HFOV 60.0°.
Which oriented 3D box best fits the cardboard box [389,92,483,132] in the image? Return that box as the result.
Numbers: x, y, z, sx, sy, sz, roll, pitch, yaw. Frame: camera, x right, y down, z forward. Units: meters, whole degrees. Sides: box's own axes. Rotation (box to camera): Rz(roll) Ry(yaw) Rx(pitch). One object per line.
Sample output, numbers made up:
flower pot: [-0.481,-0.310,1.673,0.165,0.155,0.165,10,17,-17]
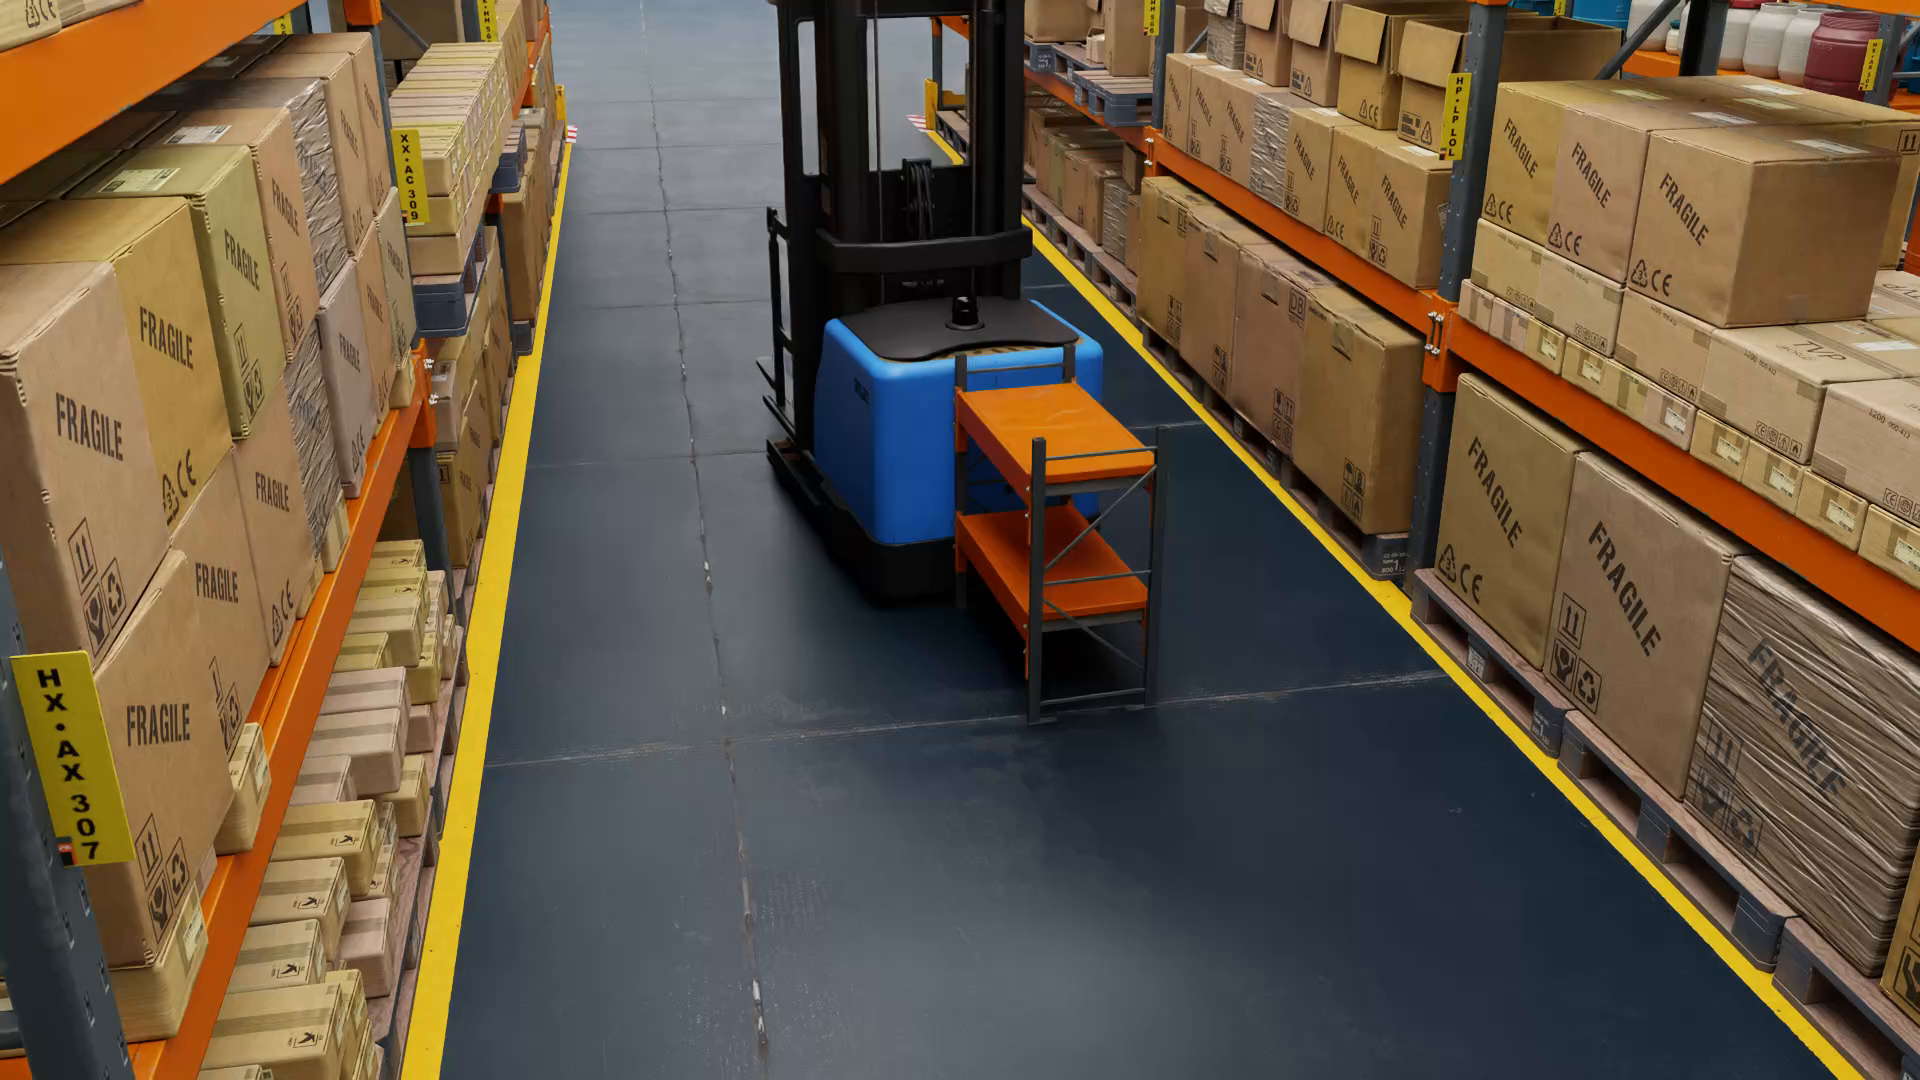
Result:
cardboard box: [-2.328,-1.885,7.365,0.380,0.149,0.250,-3,24,-8]

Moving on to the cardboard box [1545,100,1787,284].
cardboard box: [2.347,-1.175,5.571,0.500,0.500,0.500,-4,24,-10]

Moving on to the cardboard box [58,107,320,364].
cardboard box: [-1.821,-0.706,3.872,0.500,0.500,0.500,-5,24,-11]

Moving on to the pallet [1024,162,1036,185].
pallet: [0.788,-3.296,15.032,1.003,0.211,1.213,-4,24,-10]

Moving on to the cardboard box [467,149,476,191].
cardboard box: [-2.235,-1.546,6.960,0.380,0.149,0.250,-5,24,-12]

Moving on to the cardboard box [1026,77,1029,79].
cardboard box: [0.450,-4.453,16.796,0.500,0.500,0.500,2,24,4]

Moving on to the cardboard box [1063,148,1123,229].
cardboard box: [1.212,-2.716,12.794,0.700,0.500,0.500,-6,24,-14]

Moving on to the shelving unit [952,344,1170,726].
shelving unit: [0.359,-0.055,6.470,0.538,1.125,1.048,-6,24,-14]

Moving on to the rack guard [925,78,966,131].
rack guard: [0.221,-4.710,17.909,1.175,0.500,0.348,-4,24,-10]

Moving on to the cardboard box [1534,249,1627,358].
cardboard box: [2.342,-0.833,5.724,0.500,0.250,0.500,-4,24,-10]

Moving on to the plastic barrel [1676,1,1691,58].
plastic barrel: [5.911,-4.060,13.128,0.433,0.535,0.433,0,24,0]

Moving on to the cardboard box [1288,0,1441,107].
cardboard box: [2.054,-2.435,8.200,0.797,0.503,0.637,-4,24,-8]

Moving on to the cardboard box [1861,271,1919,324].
cardboard box: [2.958,-0.674,5.362,0.500,0.250,0.500,-4,24,-9]

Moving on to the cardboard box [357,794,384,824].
cardboard box: [-1.921,0.761,4.925,0.380,0.149,0.250,-5,24,-12]

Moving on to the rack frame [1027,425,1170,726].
rack frame: [0.494,0.141,6.021,0.500,1.125,0.032,-6,24,-14]

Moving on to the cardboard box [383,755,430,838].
cardboard box: [-1.868,0.812,5.180,0.380,0.149,0.250,-4,24,-10]

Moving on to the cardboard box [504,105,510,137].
cardboard box: [-2.620,-2.231,8.899,0.380,0.149,0.250,-4,24,-10]

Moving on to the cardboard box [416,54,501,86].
cardboard box: [-2.573,-2.400,8.544,0.380,0.149,0.250,-4,24,-8]

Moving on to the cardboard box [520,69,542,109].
cardboard box: [-3.994,-3.456,14.045,0.875,0.875,0.875,-4,24,-9]

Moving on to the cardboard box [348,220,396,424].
cardboard box: [-2.005,-0.646,4.986,0.500,0.500,0.500,-5,24,-11]

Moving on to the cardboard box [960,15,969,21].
cardboard box: [0.207,-5.043,15.863,0.380,0.149,0.250,-4,24,-10]

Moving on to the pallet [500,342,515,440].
pallet: [-3.064,-0.826,9.377,1.003,0.211,1.213,-4,24,-10]

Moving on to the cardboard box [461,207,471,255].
cardboard box: [-2.145,-1.213,6.568,0.380,0.149,0.250,-4,24,-9]

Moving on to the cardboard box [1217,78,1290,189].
cardboard box: [1.704,-2.169,8.844,0.500,0.500,0.500,-5,24,-11]

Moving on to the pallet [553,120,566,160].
pallet: [-4.462,-3.971,16.579,1.003,0.211,1.213,-4,24,-10]

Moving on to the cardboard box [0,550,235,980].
cardboard box: [-1.539,0.356,2.690,0.500,0.500,0.500,-3,24,-7]

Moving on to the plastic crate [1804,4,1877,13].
plastic crate: [6.556,-3.793,12.606,0.402,0.464,0.583,-4,24,-10]

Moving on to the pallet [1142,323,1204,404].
pallet: [1.758,-1.145,10.108,1.003,0.211,1.213,-4,24,-10]

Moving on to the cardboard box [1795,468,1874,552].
cardboard box: [2.537,-0.096,4.536,0.380,0.149,0.250,-4,24,-10]

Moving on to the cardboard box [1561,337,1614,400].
cardboard box: [2.302,-0.599,5.687,0.380,0.149,0.250,-5,24,-11]

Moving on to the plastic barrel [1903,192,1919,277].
plastic barrel: [6.661,-2.112,11.025,0.600,0.830,0.708,-4,24,-10]

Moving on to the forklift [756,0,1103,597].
forklift: [-0.352,-1.664,7.899,1.130,2.935,3.031,-8,25,-18]

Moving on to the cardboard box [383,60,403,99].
cardboard box: [-3.554,-2.614,9.863,0.500,0.500,0.500,-4,24,-10]

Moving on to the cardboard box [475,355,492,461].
cardboard box: [-2.553,-0.608,7.993,0.500,0.500,0.500,-4,24,-9]

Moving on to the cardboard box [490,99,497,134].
cardboard box: [-2.476,-2.060,8.135,0.380,0.149,0.250,-4,24,-10]

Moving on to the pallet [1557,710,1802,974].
pallet: [2.719,0.898,5.429,1.003,0.211,1.213,-4,24,-10]

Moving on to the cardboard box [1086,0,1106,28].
cardboard box: [1.358,-3.877,12.225,0.797,0.503,0.637,-2,24,-4]

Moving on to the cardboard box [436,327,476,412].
cardboard box: [-2.445,-0.748,7.376,0.500,0.250,0.500,-4,24,-8]

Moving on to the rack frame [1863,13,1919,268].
rack frame: [6.554,-3.105,11.112,1.000,3.000,0.127,-4,24,-10]

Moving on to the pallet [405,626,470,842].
pallet: [-2.308,0.702,5.880,1.003,0.211,1.213,-4,24,-10]

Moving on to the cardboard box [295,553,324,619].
cardboard box: [-1.804,0.089,4.112,0.380,0.149,0.250,-3,24,-8]

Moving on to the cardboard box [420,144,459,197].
cardboard box: [-2.088,-1.377,6.201,0.380,0.149,0.250,-3,24,-7]

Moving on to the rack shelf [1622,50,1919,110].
rack shelf: [6.184,-3.562,13.057,1.077,0.370,4.000,-4,24,-10]

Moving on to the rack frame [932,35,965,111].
rack frame: [0.207,-5.885,17.477,1.000,3.000,0.127,-4,24,-10]

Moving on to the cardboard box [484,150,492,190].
cardboard box: [-2.378,-1.717,7.722,0.380,0.149,0.250,-5,24,-12]

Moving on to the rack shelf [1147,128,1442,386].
rack shelf: [2.056,-1.622,8.615,1.077,0.370,4.000,-4,24,-10]

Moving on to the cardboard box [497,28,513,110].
cardboard box: [-3.214,-3.052,10.865,0.500,0.500,0.500,-4,24,-10]

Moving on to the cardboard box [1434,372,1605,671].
cardboard box: [2.469,-0.118,6.403,0.875,0.875,0.875,-4,24,-10]

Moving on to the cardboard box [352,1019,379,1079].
cardboard box: [-1.631,1.317,4.024,0.380,0.149,0.250,-4,24,-9]

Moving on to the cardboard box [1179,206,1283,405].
cardboard box: [1.951,-1.333,9.185,1.225,0.875,0.875,-4,24,-10]

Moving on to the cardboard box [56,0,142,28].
cardboard box: [-1.652,-0.973,2.671,0.500,0.250,0.500,-4,24,-8]

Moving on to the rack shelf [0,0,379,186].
rack shelf: [-2.097,-1.096,3.663,1.077,0.370,4.000,-4,24,-10]

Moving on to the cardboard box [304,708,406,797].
cardboard box: [-1.832,0.632,4.850,0.380,0.149,0.250,-5,24,-12]

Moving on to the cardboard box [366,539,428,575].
cardboard box: [-2.146,0.124,6.012,0.380,0.149,0.250,-4,24,-8]

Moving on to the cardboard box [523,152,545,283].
cardboard box: [-3.396,-2.163,11.240,1.050,0.750,0.750,-4,24,-9]

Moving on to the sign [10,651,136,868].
sign: [-1.194,0.299,2.237,0.100,0.325,0.005,-4,24,-10]

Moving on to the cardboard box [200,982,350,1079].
cardboard box: [-1.580,1.138,3.692,0.380,0.149,0.250,-4,24,-10]
